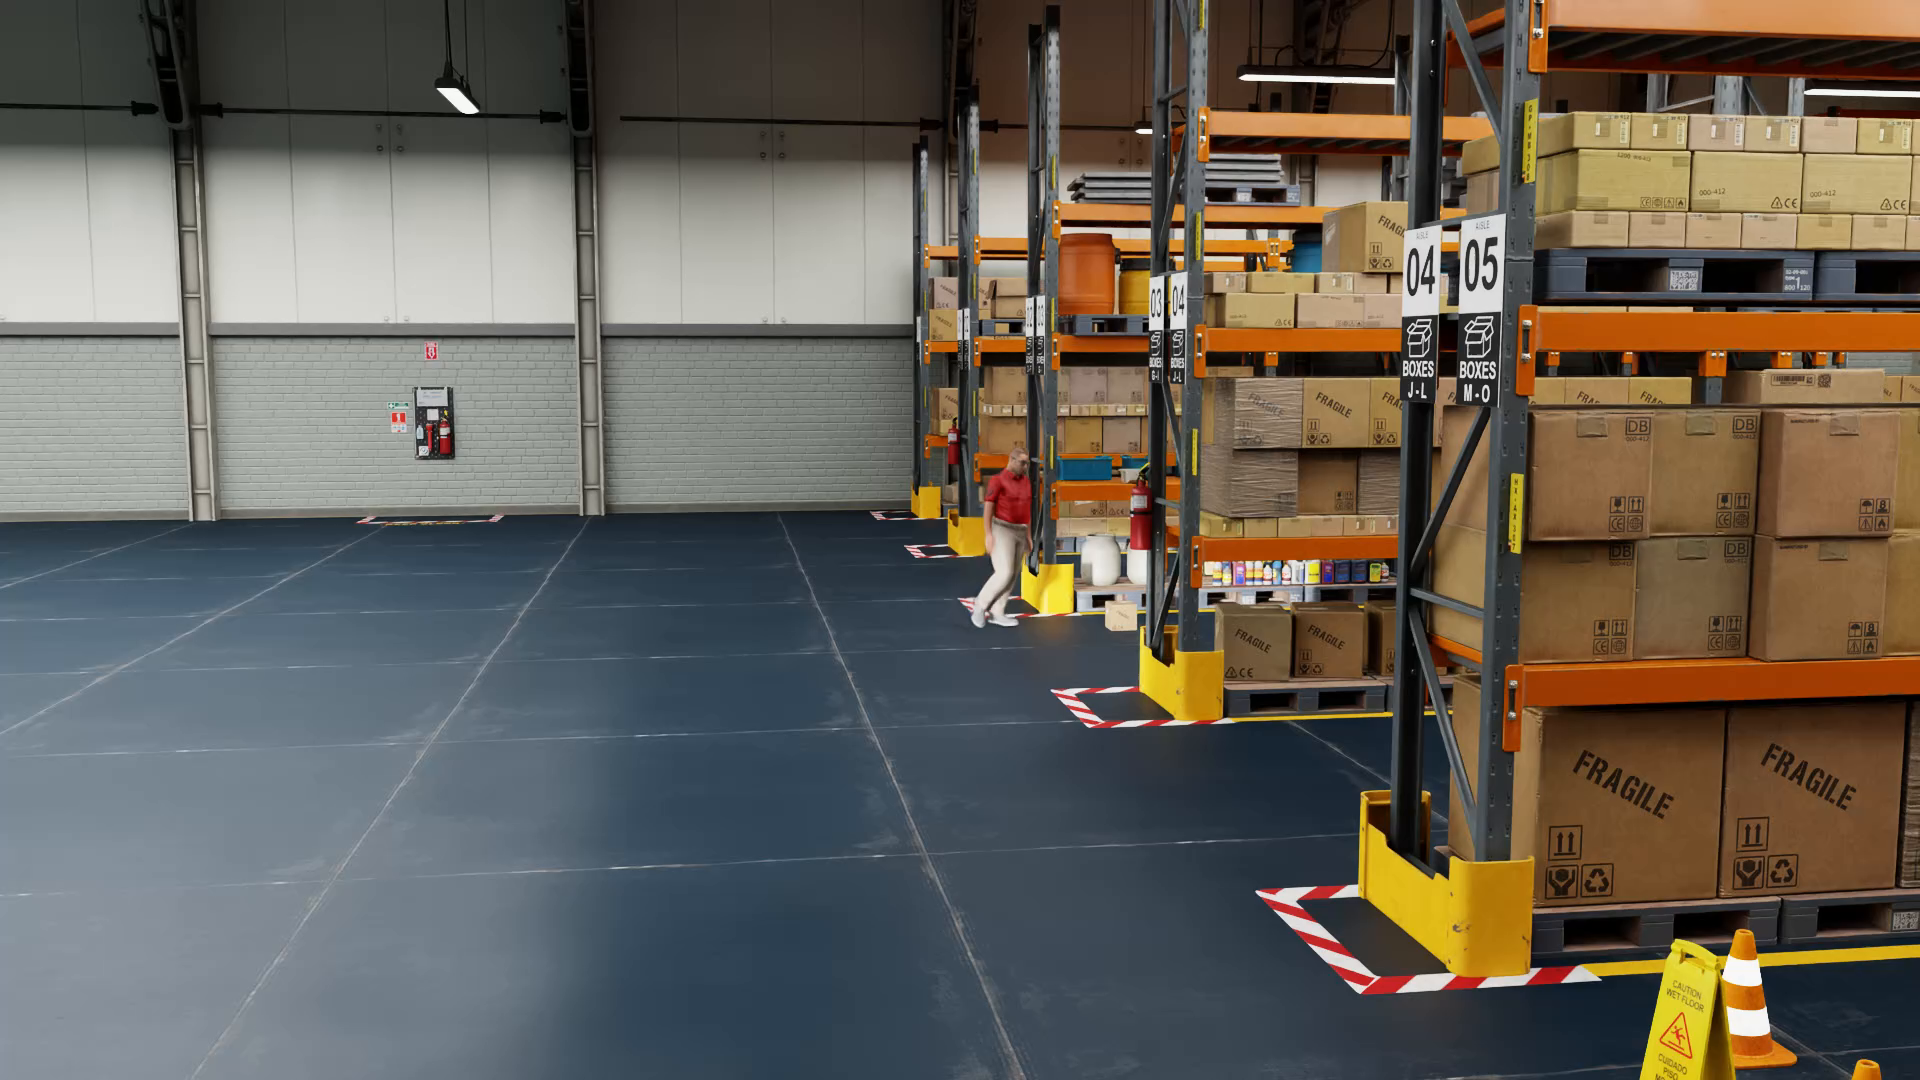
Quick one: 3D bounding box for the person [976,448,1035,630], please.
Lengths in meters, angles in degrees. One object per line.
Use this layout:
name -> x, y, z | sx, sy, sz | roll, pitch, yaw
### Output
person -> 0.439, -0.023, 15.937 | 0.449, 1.717, 0.658 | 5, 8, 37
